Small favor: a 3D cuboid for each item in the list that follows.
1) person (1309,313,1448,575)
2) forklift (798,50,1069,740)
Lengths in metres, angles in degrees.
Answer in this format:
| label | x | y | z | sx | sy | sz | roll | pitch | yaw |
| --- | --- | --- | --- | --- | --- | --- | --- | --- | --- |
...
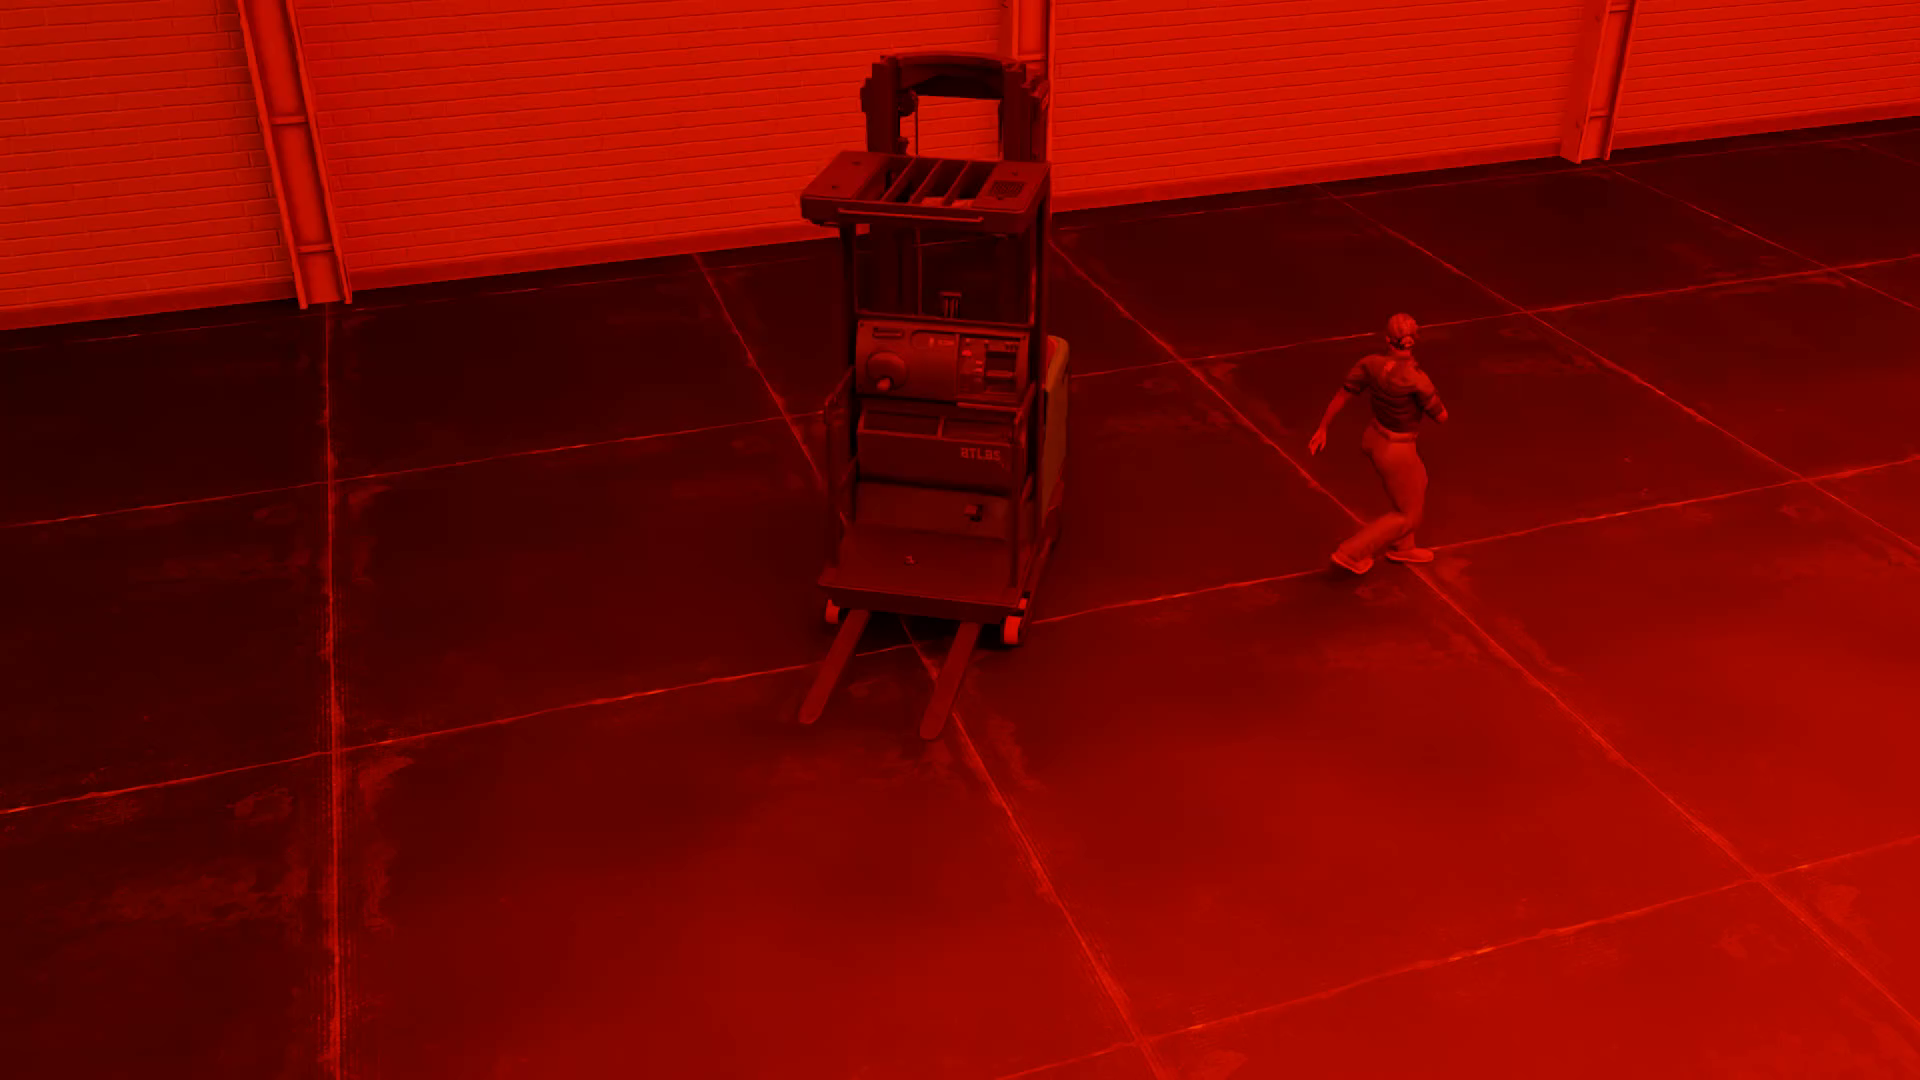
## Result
| label | x | y | z | sx | sy | sz | roll | pitch | yaw |
| --- | --- | --- | --- | --- | --- | --- | --- | --- | --- |
| person | 2.426 | -0.536 | 9.401 | 0.776 | 1.582 | 0.507 | -9 | 31 | -15 |
| forklift | -0.139 | -0.898 | 8.648 | 1.130 | 2.935 | 3.031 | 6 | 30 | 10 |
